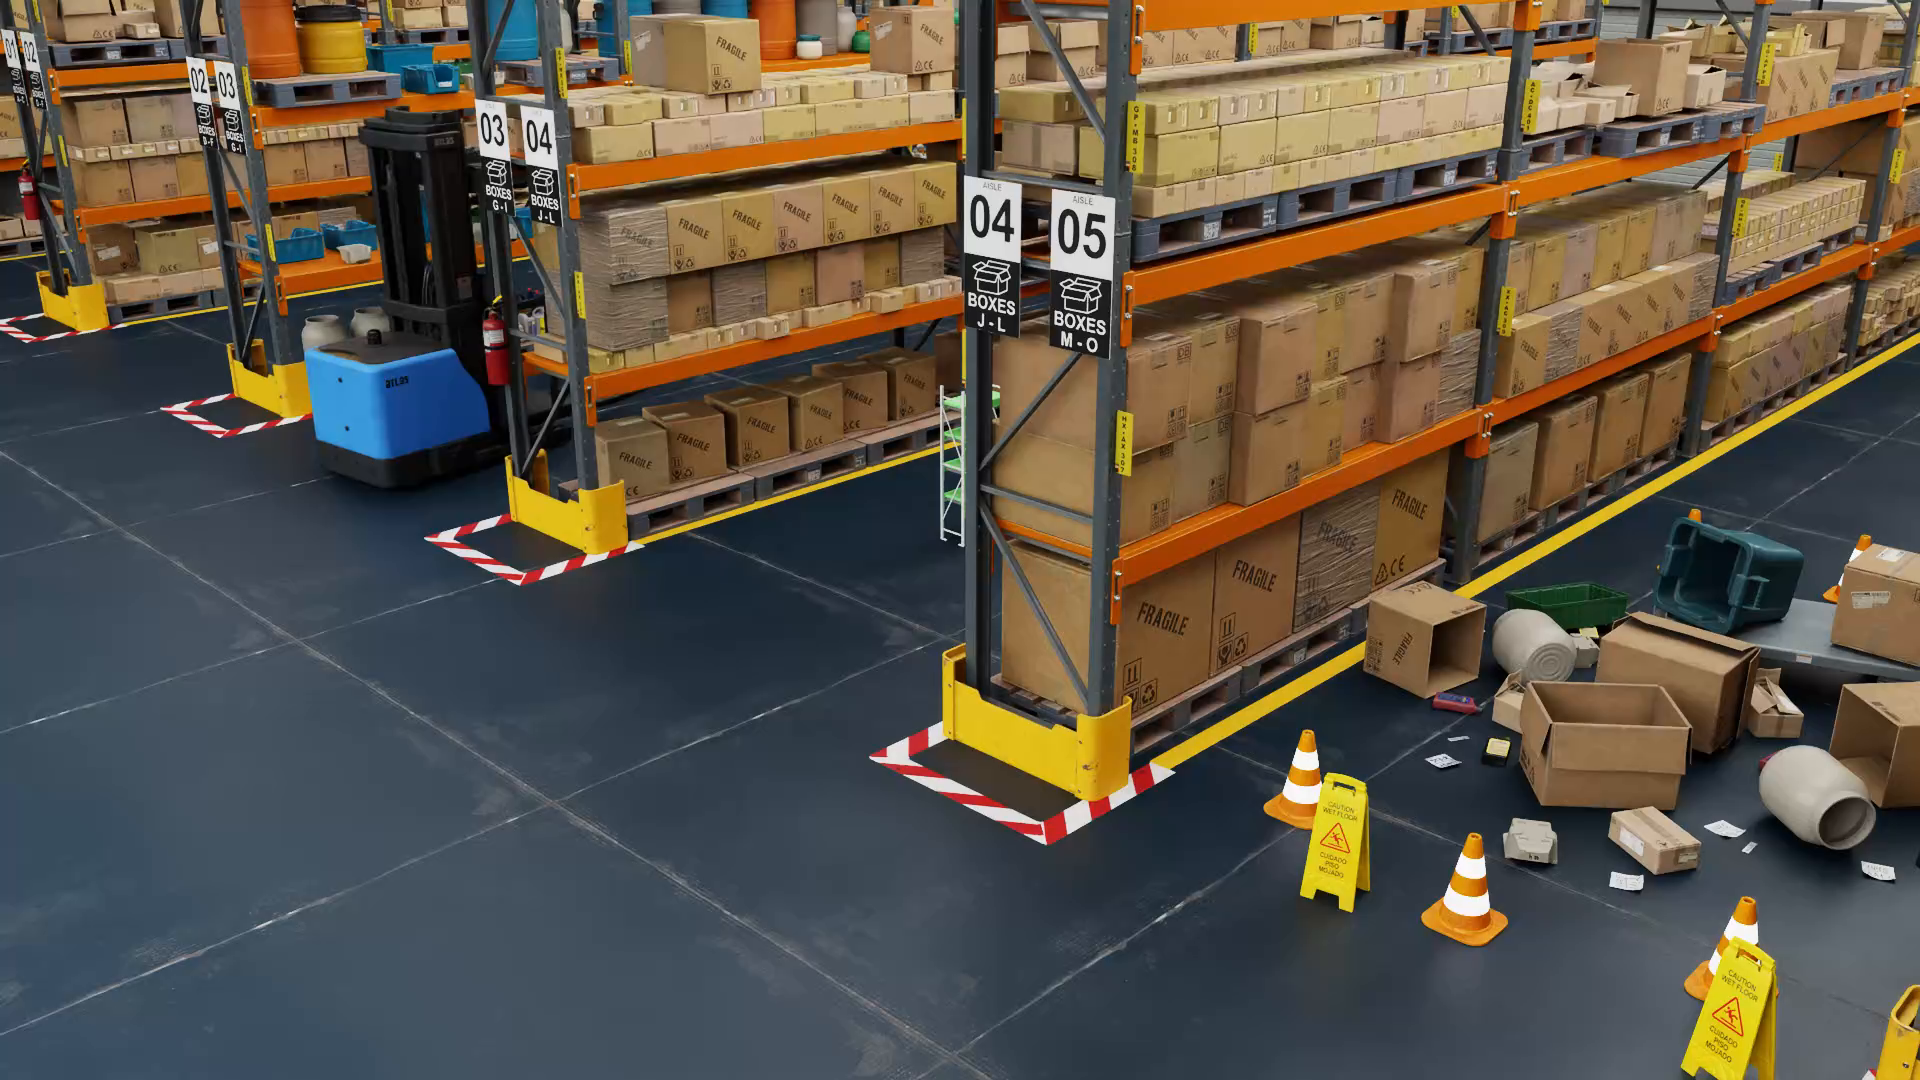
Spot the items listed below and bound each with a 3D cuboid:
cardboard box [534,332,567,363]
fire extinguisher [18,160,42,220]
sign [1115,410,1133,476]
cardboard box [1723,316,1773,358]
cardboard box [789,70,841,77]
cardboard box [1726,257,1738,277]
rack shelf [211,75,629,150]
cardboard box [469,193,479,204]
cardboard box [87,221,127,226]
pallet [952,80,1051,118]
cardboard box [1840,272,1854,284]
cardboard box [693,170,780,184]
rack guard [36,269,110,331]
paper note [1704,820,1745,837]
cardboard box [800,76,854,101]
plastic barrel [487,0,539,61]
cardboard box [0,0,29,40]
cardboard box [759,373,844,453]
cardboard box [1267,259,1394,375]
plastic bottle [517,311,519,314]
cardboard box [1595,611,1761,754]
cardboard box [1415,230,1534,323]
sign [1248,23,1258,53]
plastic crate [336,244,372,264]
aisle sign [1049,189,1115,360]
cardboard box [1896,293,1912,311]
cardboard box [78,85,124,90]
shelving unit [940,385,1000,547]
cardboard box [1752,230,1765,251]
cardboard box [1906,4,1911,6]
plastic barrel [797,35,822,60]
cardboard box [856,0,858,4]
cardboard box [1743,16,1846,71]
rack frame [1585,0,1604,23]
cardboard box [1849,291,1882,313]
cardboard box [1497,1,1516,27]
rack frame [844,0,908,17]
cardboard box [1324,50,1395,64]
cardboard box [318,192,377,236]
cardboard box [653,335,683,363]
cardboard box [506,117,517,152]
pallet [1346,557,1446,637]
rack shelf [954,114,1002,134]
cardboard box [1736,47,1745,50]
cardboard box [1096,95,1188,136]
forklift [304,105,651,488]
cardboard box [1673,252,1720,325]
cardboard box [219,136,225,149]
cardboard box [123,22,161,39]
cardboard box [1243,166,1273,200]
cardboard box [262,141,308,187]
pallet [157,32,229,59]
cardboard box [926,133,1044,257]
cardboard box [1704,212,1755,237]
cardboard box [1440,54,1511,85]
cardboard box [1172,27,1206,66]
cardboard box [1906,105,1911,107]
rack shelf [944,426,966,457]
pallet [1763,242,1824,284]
[{"bbox_3d":[-3.003,-1.458,12.537,0.380,0.149,0.250,19,28,41],"label":"cardboard box"},{"bbox_3d":[-10.565,-3.980,18.857,0.296,0.674,0.183,19,28,41],"label":"fire extinguisher"},{"bbox_3d":[0.822,-0.484,8.335,0.100,0.325,0.005,19,28,41],"label":"sign"},{"bbox_3d":[7.018,-1.866,15.101,0.500,0.250,0.500,19,28,40],"label":"cardboard box"},{"bbox_3d":[-1.193,-3.764,13.660,0.250,0.149,0.380,-19,28,-40],"label":"cardboard box"},{"bbox_3d":[6.466,-2.383,14.357,0.380,0.149,0.250,19,28,40],"label":"cardboard box"},{"bbox_3d":[-5.208,-4.268,16.321,1.077,0.370,4.000,19,28,41],"label":"rack shelf"},{"bbox_3d":[-6.574,-4.572,22.754,0.500,0.311,0.500,19,28,40],"label":"cardboard box"},{"bbox_3d":[-12.209,-4.686,23.456,0.700,0.500,0.500,17,27,37],"label":"cardboard box"},{"bbox_3d":[0.243,-3.923,14.681,1.213,0.211,1.003,19,28,41],"label":"pallet"},{"bbox_3d":[9.719,-2.921,18.552,0.380,0.149,0.250,18,27,39],"label":"cardboard box"},{"bbox_3d":[-1.798,-2.690,13.445,0.500,0.500,0.500,19,28,41],"label":"cardboard box"},{"bbox_3d":[-10.166,-2.758,19.052,1.175,0.500,0.348,19,28,41],"label":"rack guard"},{"bbox_3d":[3.979,1.499,8.647,0.142,0.019,0.148,-10,23,-24],"label":"paper note"},{"bbox_3d":[-1.056,-3.582,13.184,0.250,0.149,0.380,-19,28,-40],"label":"cardboard box"},{"bbox_3d":[-4.584,-5.319,16.768,0.600,0.901,0.708,19,28,41],"label":"plastic barrel"},{"bbox_3d":[-12.529,-6.913,22.030,0.500,0.500,0.500,-19,28,-40],"label":"cardboard box"},{"bbox_3d":[-1.343,-1.087,14.119,0.500,0.500,0.500,16,26,36],"label":"cardboard box"},{"bbox_3d":[2.162,-1.424,10.385,0.875,0.550,0.550,19,28,41],"label":"cardboard box"},{"bbox_3d":[-4.608,-2.271,17.476,0.061,0.283,0.133,19,28,41],"label":"plastic bottle"},{"bbox_3d":[4.104,0.804,9.592,0.797,0.637,0.503,19,28,41],"label":"cardboard box"},{"bbox_3d":[3.561,-1.854,11.683,0.700,0.500,0.500,19,28,40],"label":"cardboard box"},{"bbox_3d":[2.914,-5.012,16.532,0.100,0.325,0.005,19,28,41],"label":"sign"},{"bbox_3d":[-5.748,-2.716,15.828,0.298,0.136,0.250,19,28,41],"label":"plastic crate"},{"bbox_3d":[0.594,-1.303,8.160,0.394,0.787,0.004,19,28,41],"label":"aisle sign"},{"bbox_3d":[10.159,-2.626,18.201,0.380,0.149,0.250,19,28,40],"label":"cardboard box"},{"bbox_3d":[-12.104,-6.160,23.556,0.500,0.500,0.500,-19,28,-41],"label":"cardboard box"},{"bbox_3d":[0.115,-0.603,12.470,0.258,1.200,0.503,19,28,41],"label":"shelving unit"},{"bbox_3d":[6.862,-2.671,14.692,0.380,0.149,0.250,18,28,39],"label":"cardboard box"},{"bbox_3d":[10.495,-5.752,18.133,0.250,0.149,0.380,-19,28,-41],"label":"cardboard box"},{"bbox_3d":[-1.742,-5.697,19.227,0.301,0.262,0.301,0,21,0],"label":"plastic barrel"},{"bbox_3d":[-1.630,-8.537,26.633,0.500,0.250,0.500,19,28,41],"label":"cardboard box"},{"bbox_3d":[7.628,-4.548,15.315,0.797,0.503,0.637,19,28,40],"label":"cardboard box"},{"bbox_3d":[8.107,-8.363,21.791,1.000,3.000,0.127,19,28,41],"label":"rack frame"},{"bbox_3d":[9.423,-2.503,17.465,0.250,0.149,0.380,-18,28,-39],"label":"cardboard box"},{"bbox_3d":[6.664,-6.677,20.719,0.500,0.500,0.700,-19,28,-40],"label":"cardboard box"},{"bbox_3d":[-1.022,-7.547,19.666,1.000,3.000,0.127,19,28,41],"label":"rack frame"},{"bbox_3d":[2.544,-3.034,10.622,0.380,0.149,0.250,19,28,40],"label":"cardboard box"},{"bbox_3d":[-7.907,-4.181,21.472,0.500,0.500,0.500,19,28,41],"label":"cardboard box"},{"bbox_3d":[-2.311,-1.467,12.560,0.380,0.149,0.250,19,28,41],"label":"cardboard box"},{"bbox_3d":[-6.095,-5.463,22.468,0.500,0.500,0.500,19,28,41],"label":"cardboard box"},{"bbox_3d":[2.633,0.266,11.587,1.003,0.211,1.213,19,28,41],"label":"pallet"},{"bbox_3d":[1.131,-4.057,15.771,1.077,0.370,4.000,19,28,41],"label":"rack shelf"},{"bbox_3d":[6.917,-4.156,14.886,0.500,0.500,0.500,19,28,41],"label":"cardboard box"},{"bbox_3d":[0.890,-2.087,8.156,0.380,0.149,0.250,20,28,41],"label":"cardboard box"},{"bbox_3d":[-4.111,-2.251,14.345,1.130,2.935,3.031,16,26,35],"label":"forklift"},{"bbox_3d":[5.888,-2.103,13.726,0.500,0.500,0.500,19,28,41],"label":"cardboard box"},{"bbox_3d":[-8.824,-4.659,19.471,0.380,0.149,0.250,19,28,40],"label":"cardboard box"},{"bbox_3d":[-9.202,-5.733,18.699,0.380,0.149,0.250,19,28,41],"label":"cardboard box"},{"bbox_3d":[1.427,-1.912,8.812,0.380,0.149,0.250,20,28,41],"label":"cardboard box"},{"bbox_3d":[-8.380,-4.625,20.286,0.500,0.500,0.700,-20,28,-41],"label":"cardboard box"},{"bbox_3d":[-8.787,-5.780,19.374,1.003,0.211,1.213,19,28,41],"label":"pallet"},{"bbox_3d":[0.391,-3.124,15.099,1.000,1.000,1.000,19,28,41],"label":"cardboard box"},{"bbox_3d":[6.656,-2.736,14.447,0.380,0.149,0.250,18,28,39],"label":"cardboard box"},{"bbox_3d":[3.192,-2.935,10.363,0.380,0.149,0.250,19,28,40],"label":"cardboard box"},{"bbox_3d":[2.023,-4.867,16.039,0.500,0.500,0.500,19,28,41],"label":"cardboard box"},{"bbox_3d":[10.008,-4.508,18.174,0.500,0.500,0.500,18,28,39],"label":"cardboard box"},{"bbox_3d":[0.115,-0.767,12.407,0.258,0.148,0.480,19,28,41],"label":"rack shelf"},{"bbox_3d":[7.361,-2.669,15.605,1.003,0.211,1.213,19,28,41],"label":"pallet"}]
